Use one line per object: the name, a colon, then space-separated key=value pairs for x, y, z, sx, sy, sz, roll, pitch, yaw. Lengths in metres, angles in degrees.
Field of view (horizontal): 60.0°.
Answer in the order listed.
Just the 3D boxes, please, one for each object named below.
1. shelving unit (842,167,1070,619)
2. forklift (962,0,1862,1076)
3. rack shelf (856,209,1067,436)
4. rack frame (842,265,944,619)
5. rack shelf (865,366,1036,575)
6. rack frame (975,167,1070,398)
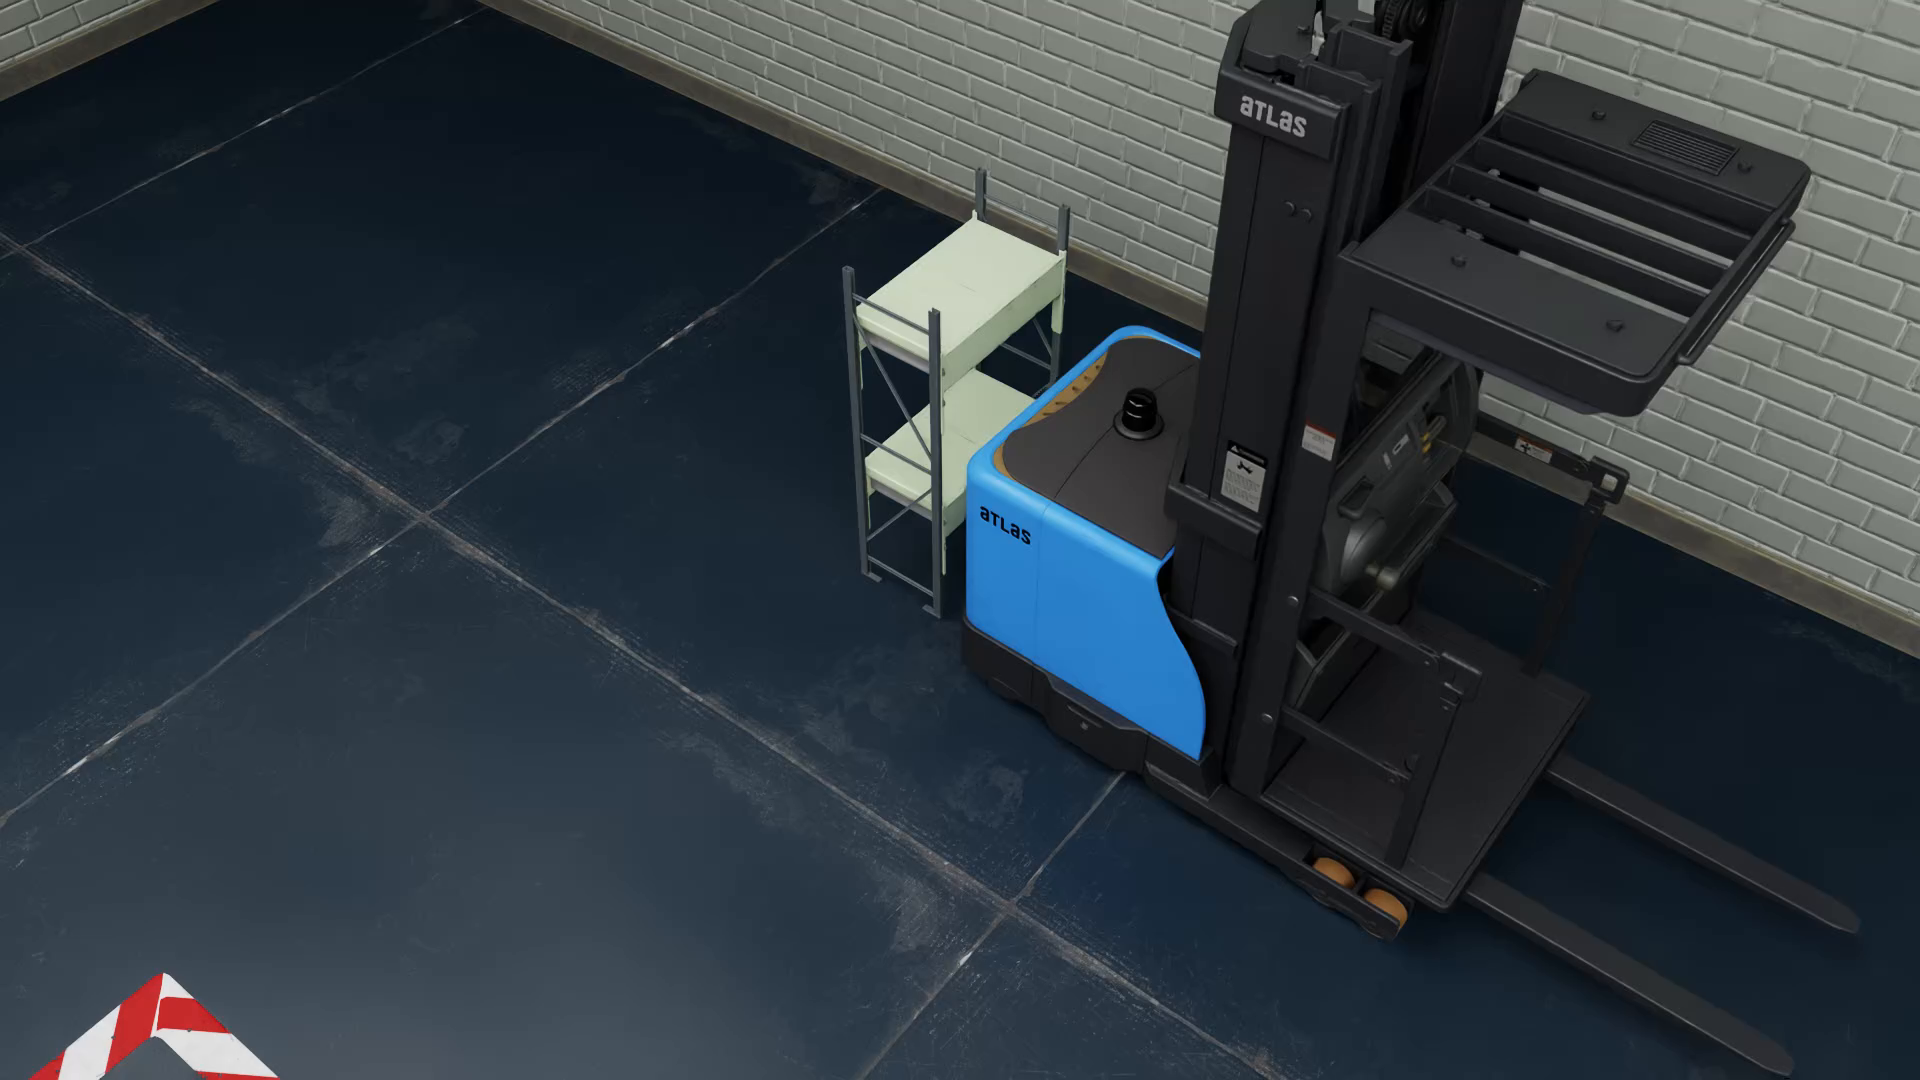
shelving unit: x=-0.004 y=-0.514 z=6.204 sx=0.431 sy=1.500 sz=0.755 roll=29 pitch=53 yaw=25
forklift: x=1.475 y=-0.139 z=4.855 sx=3.031 sy=2.935 sz=1.130 roll=30 pitch=53 yaw=25
rack shelf: x=-0.004 y=-0.784 z=5.922 sx=0.431 sy=0.370 sz=0.720 roll=29 pitch=53 yaw=25
rack frame: x=-0.228 y=-0.305 z=6.004 sx=0.400 sy=1.500 sz=0.023 roll=29 pitch=53 yaw=25
rack shelf: x=-0.004 y=-0.289 z=6.440 sx=0.431 sy=0.370 sz=0.720 roll=29 pitch=53 yaw=25
rack frame: x=0.220 y=-0.724 z=6.404 sx=0.400 sy=1.500 sz=0.023 roll=29 pitch=53 yaw=25
